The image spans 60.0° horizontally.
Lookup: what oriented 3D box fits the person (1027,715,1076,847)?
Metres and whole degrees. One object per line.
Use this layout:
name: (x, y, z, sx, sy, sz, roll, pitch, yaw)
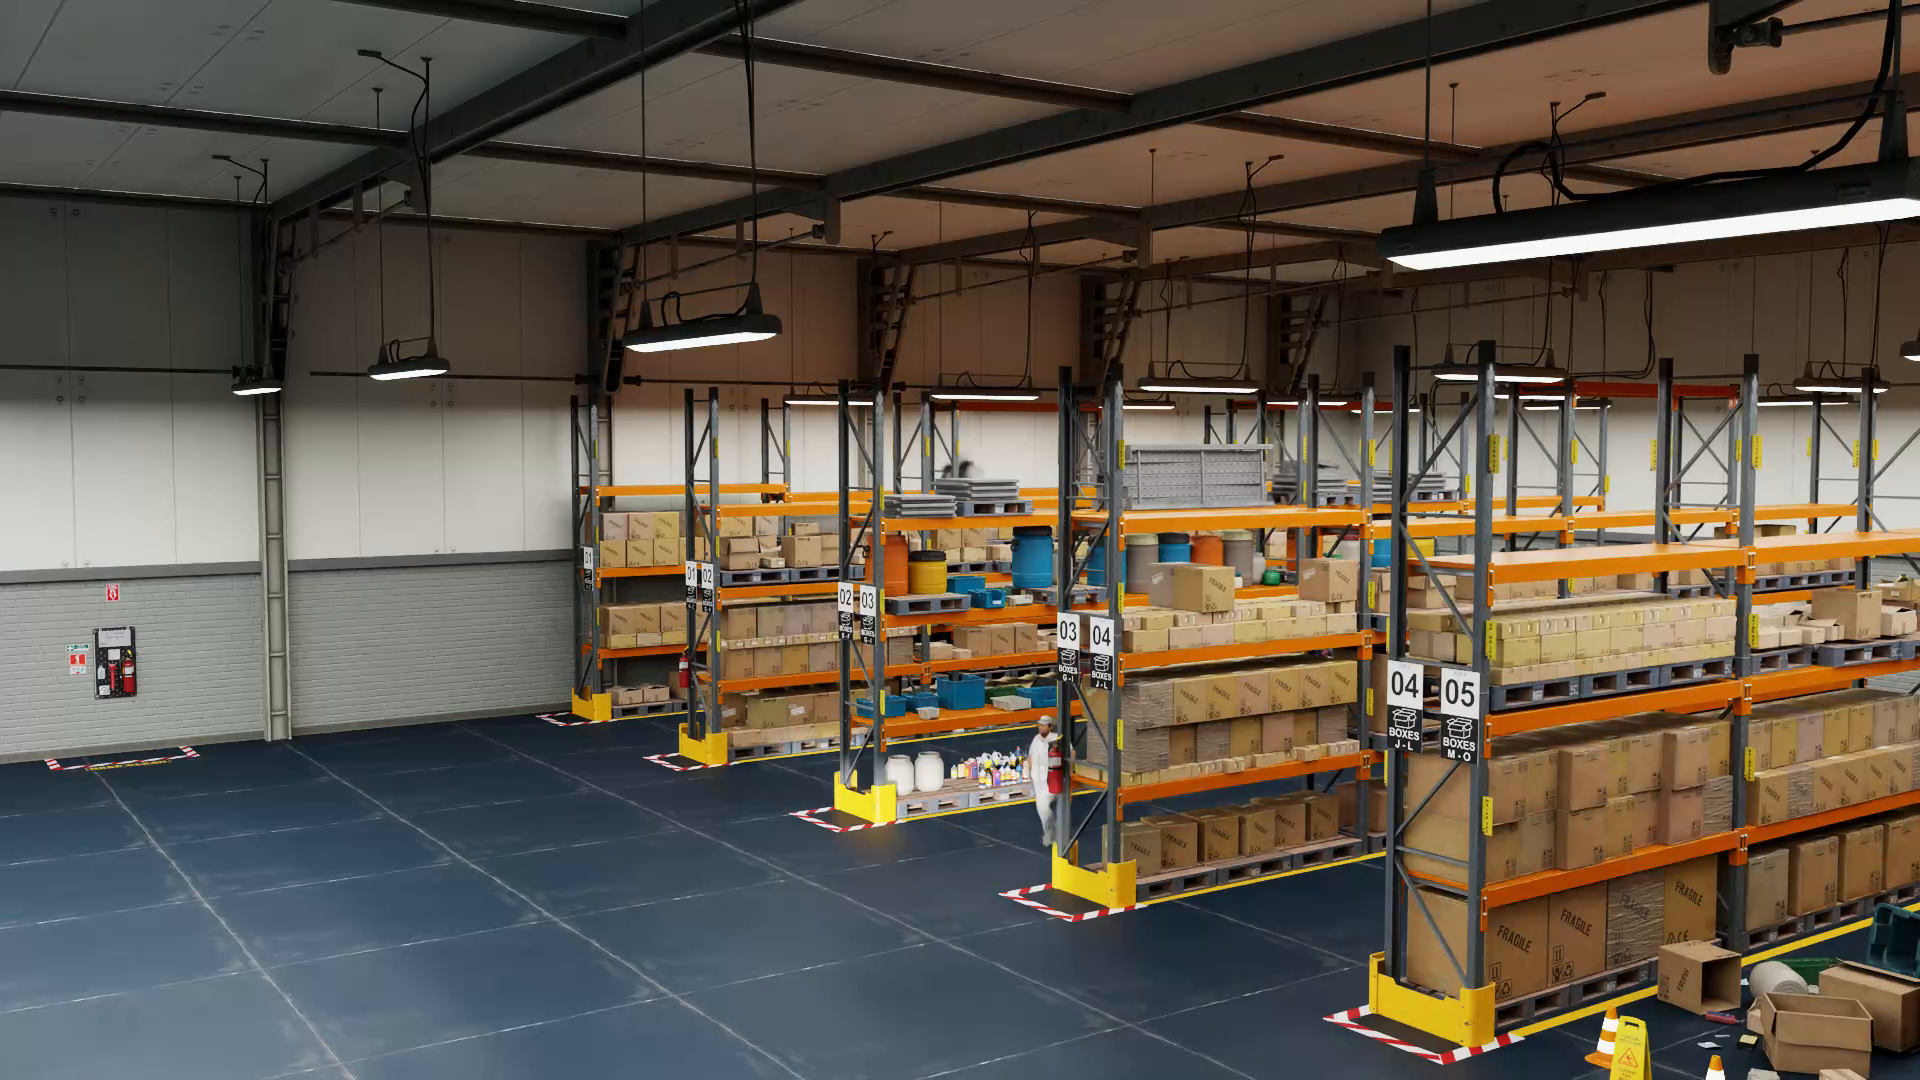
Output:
person: (1.108, 3.071, 21.243, 0.605, 1.666, 0.646, 3, 4, 40)
